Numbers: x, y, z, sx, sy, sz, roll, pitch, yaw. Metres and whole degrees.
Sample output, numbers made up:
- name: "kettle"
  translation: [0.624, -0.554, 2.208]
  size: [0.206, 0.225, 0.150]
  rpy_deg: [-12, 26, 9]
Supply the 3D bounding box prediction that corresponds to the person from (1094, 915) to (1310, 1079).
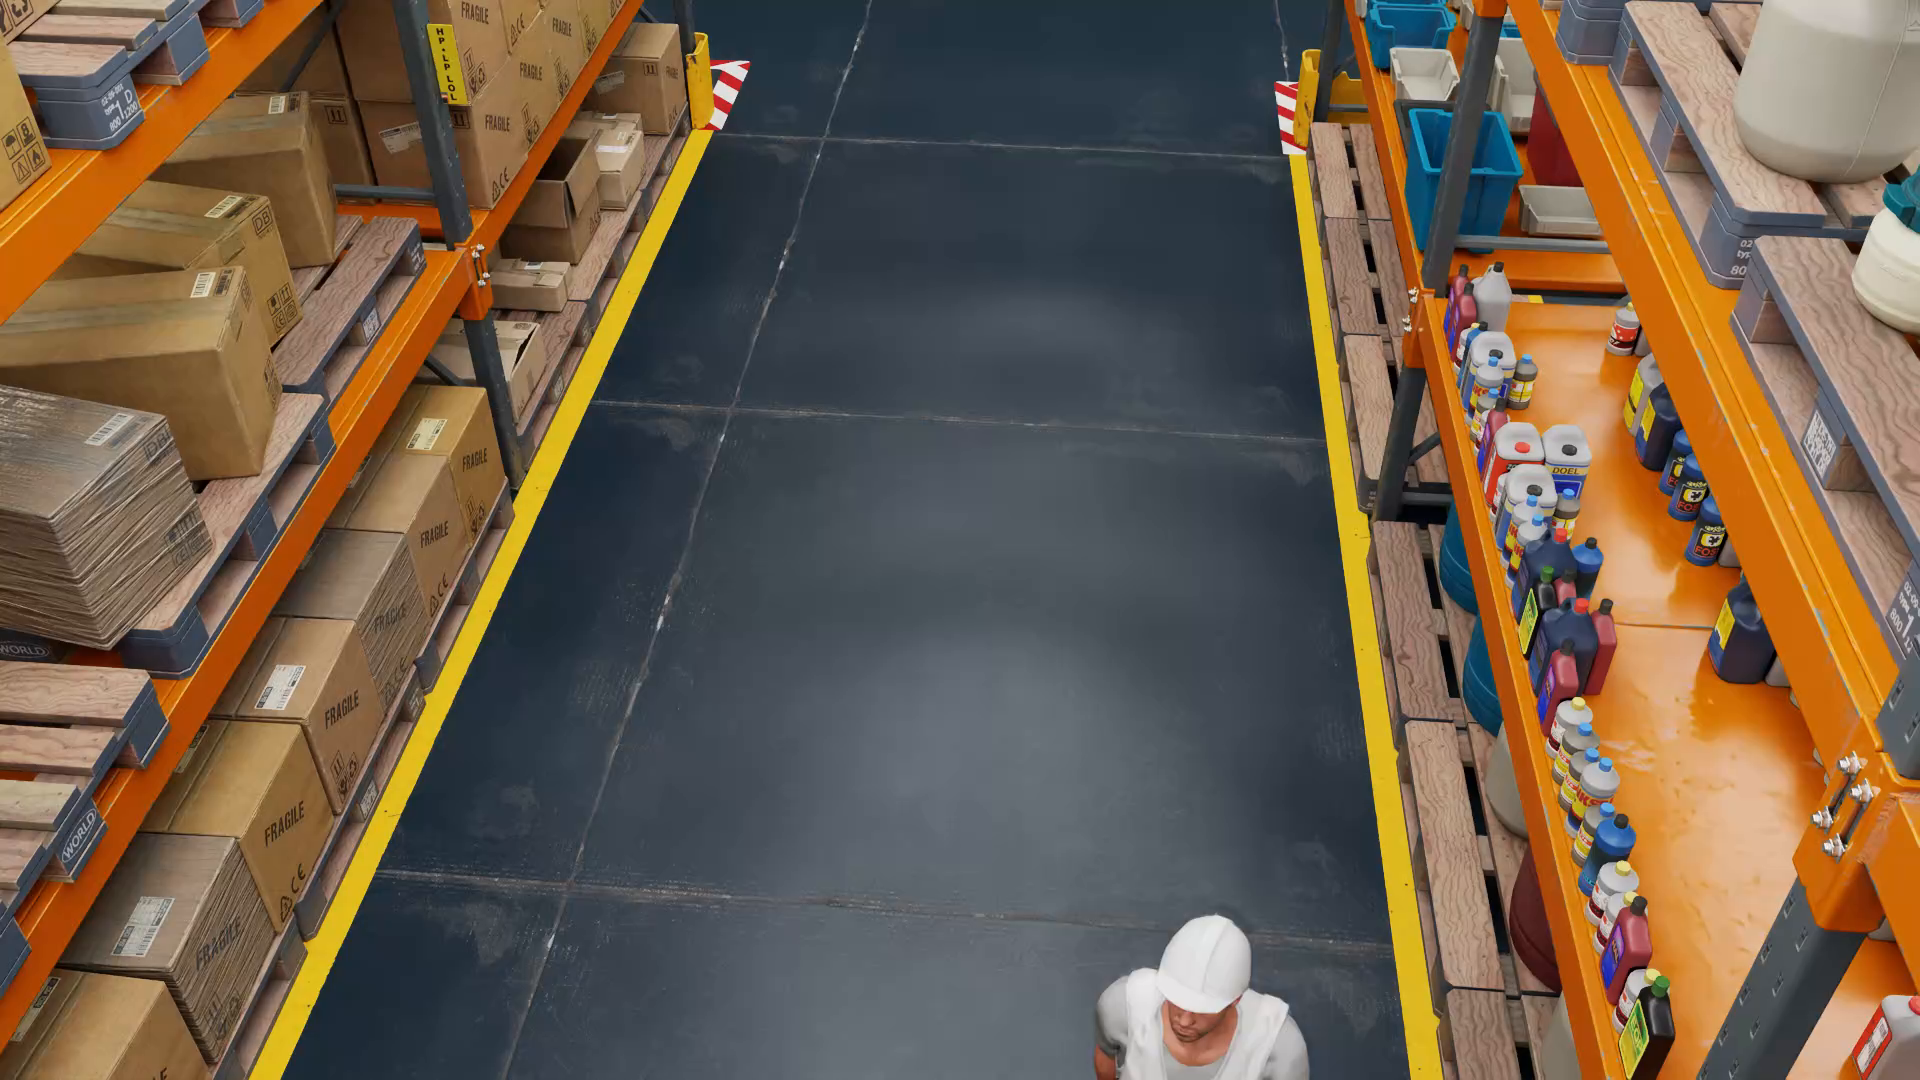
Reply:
- name: "person"
  translation: [0.597, 1.543, 4.269]
  size: [0.567, 1.750, 1.010]
  rpy_deg: [8, 40, 10]
